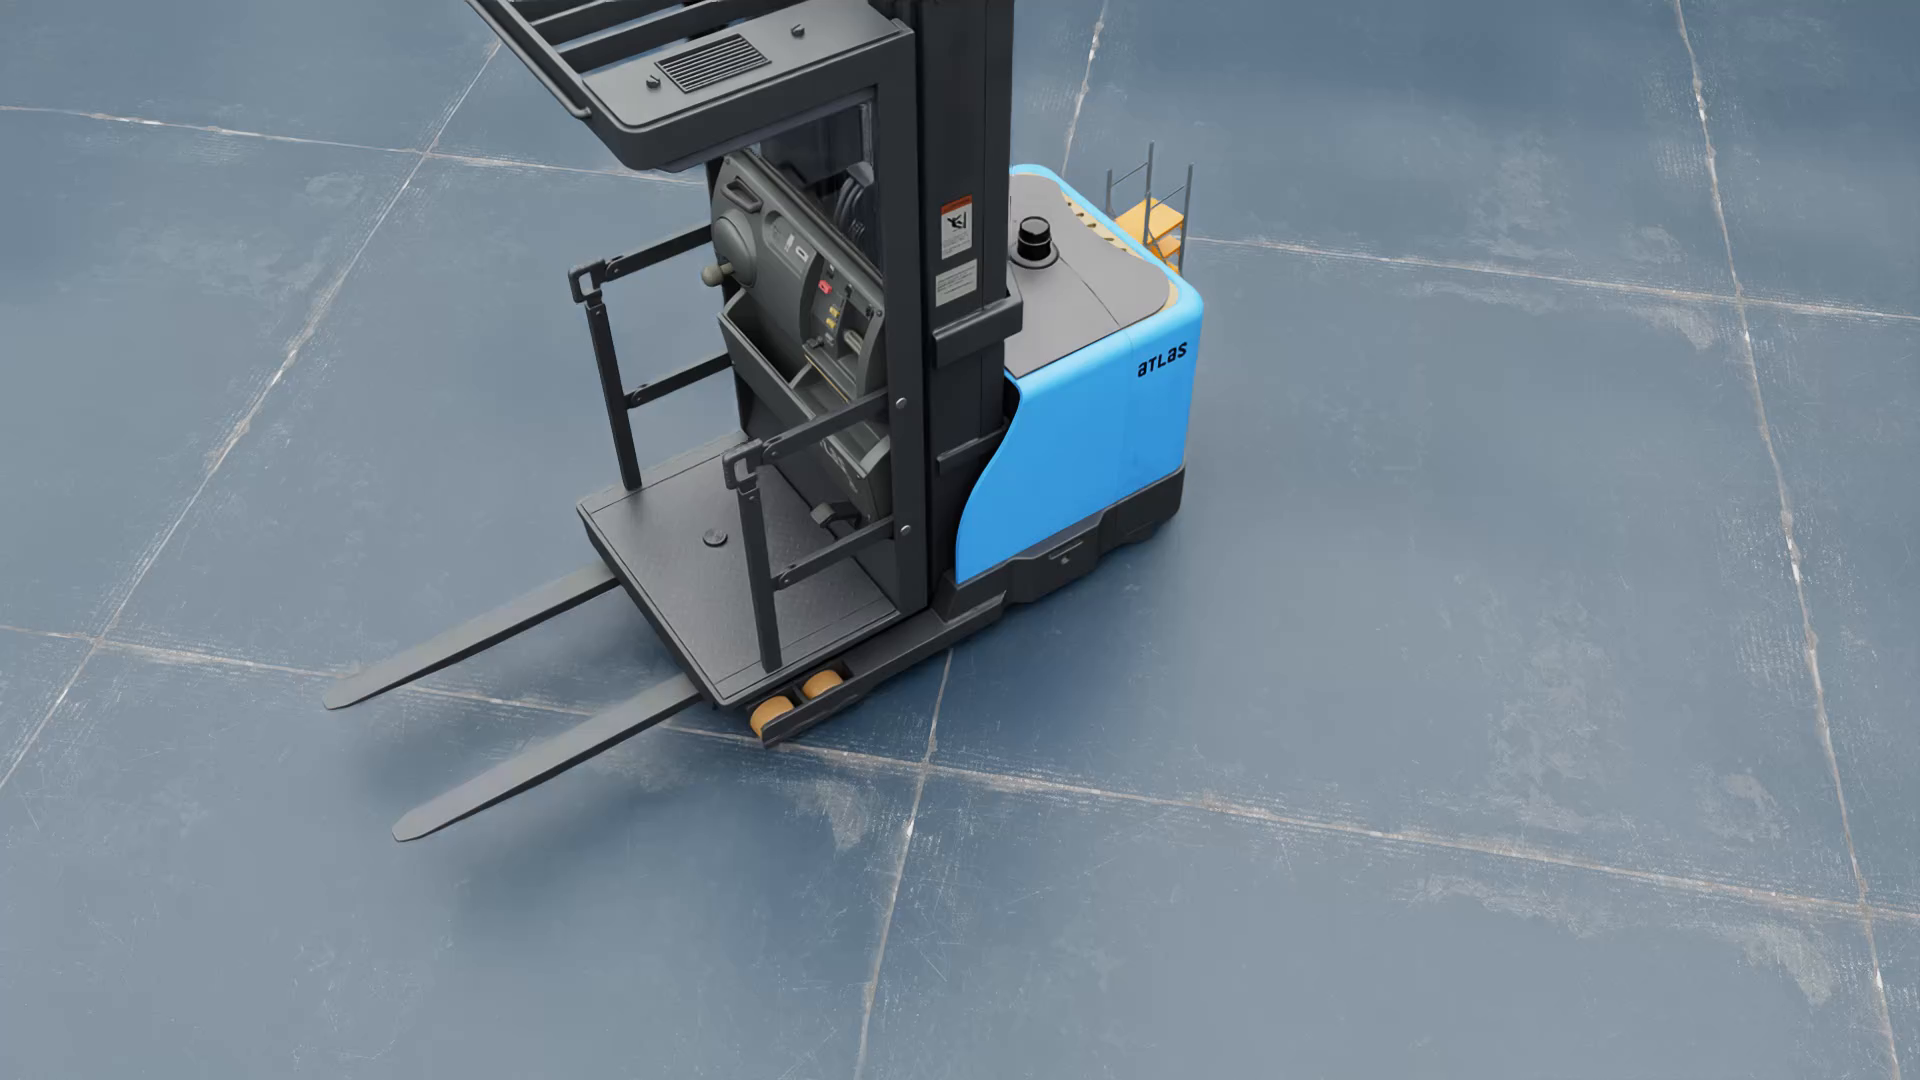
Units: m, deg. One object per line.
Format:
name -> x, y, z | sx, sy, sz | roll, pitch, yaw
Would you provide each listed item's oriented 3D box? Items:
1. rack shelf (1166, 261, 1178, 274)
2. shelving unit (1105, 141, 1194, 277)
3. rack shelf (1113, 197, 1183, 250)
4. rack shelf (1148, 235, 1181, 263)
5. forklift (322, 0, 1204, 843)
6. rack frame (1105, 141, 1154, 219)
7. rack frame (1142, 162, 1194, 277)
rack shelf -> 0.675, -0.960, 6.200 | 0.258, 0.103, 0.180 | -37, 58, -27
shelving unit -> 0.676, -0.910, 6.257 | 0.258, 1.200, 0.189 | -37, 58, -27
rack shelf -> 0.670, -1.117, 6.019 | 0.258, 0.103, 0.180 | -37, 58, -27
rack shelf -> 0.672, -1.039, 6.109 | 0.258, 0.103, 0.180 | -37, 58, -27
forklift -> -0.670, -0.742, 4.946 | 3.031, 2.935, 1.130 | -27, 53, -22
rack frame -> 0.612, -0.959, 6.301 | 0.240, 1.200, 0.006 | -37, 58, -27
rack frame -> 0.740, -0.862, 6.213 | 0.240, 1.200, 0.006 | -37, 58, -27
